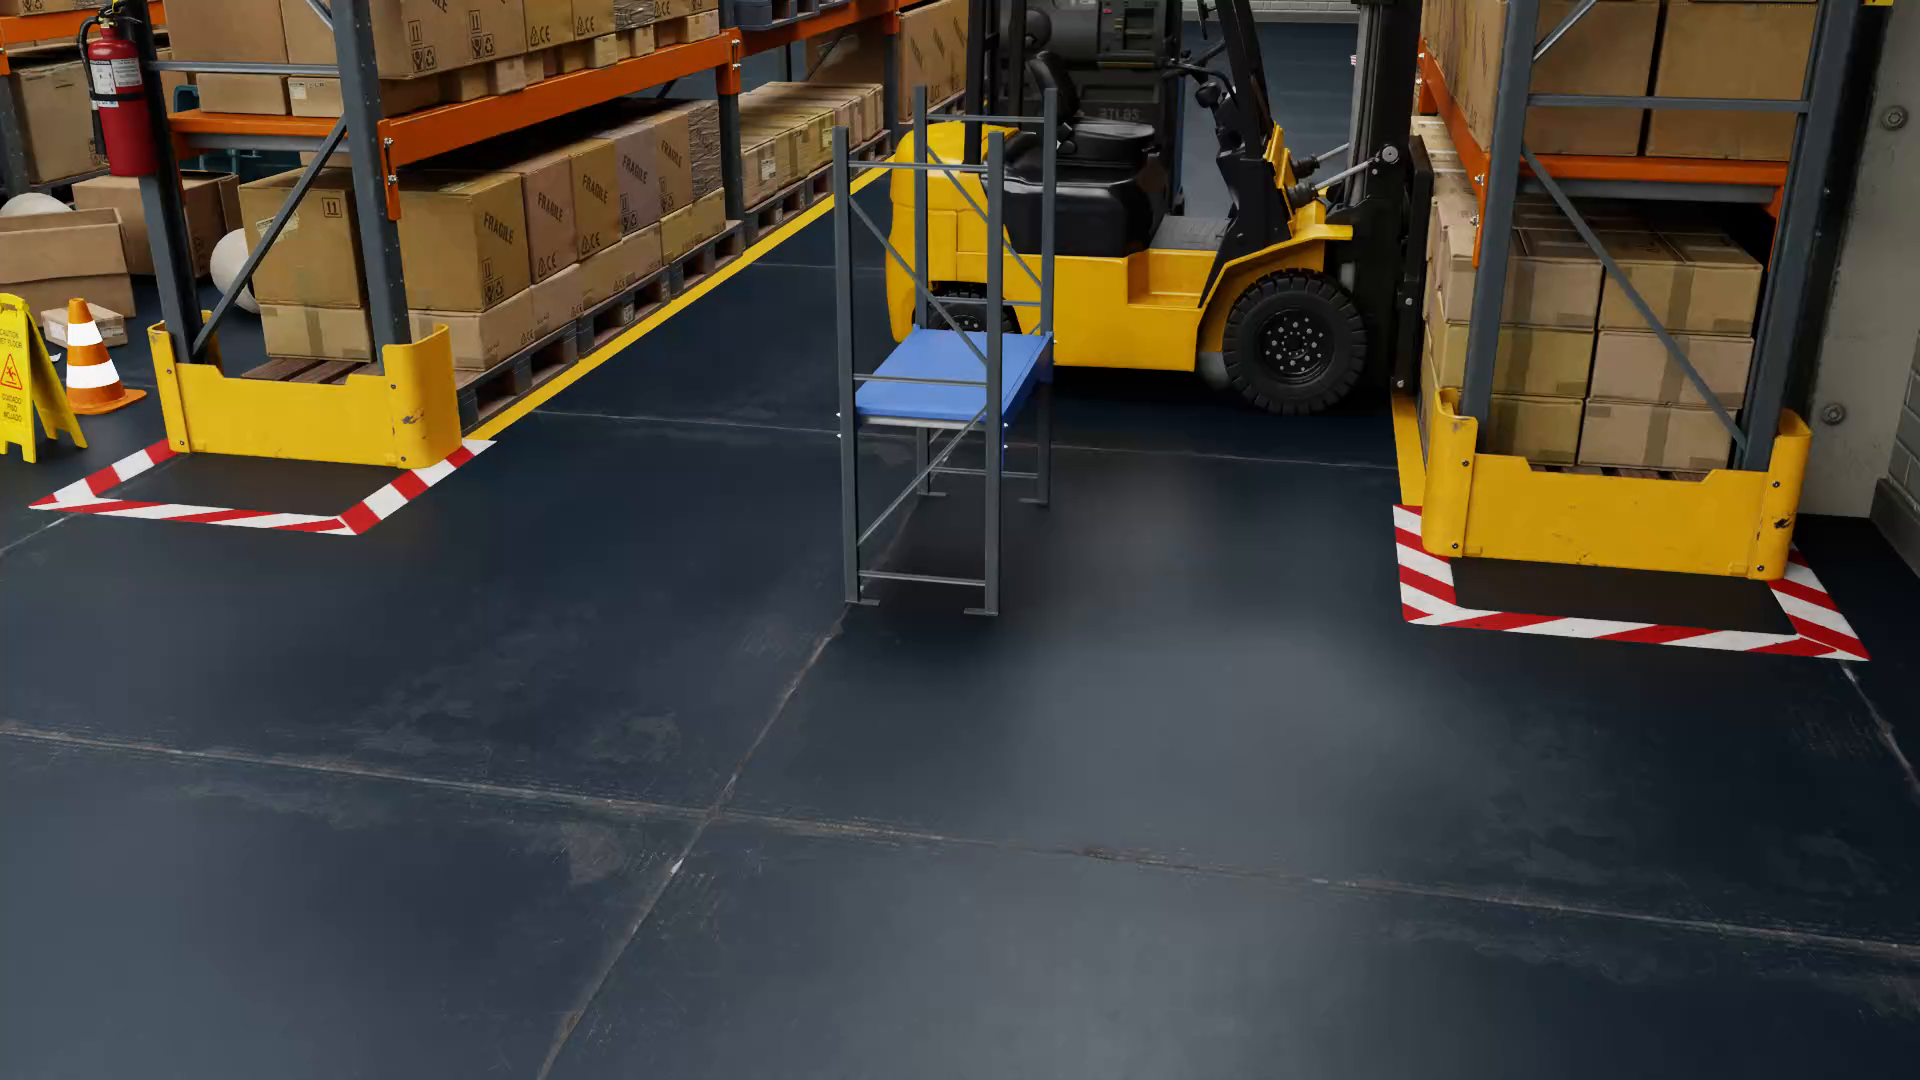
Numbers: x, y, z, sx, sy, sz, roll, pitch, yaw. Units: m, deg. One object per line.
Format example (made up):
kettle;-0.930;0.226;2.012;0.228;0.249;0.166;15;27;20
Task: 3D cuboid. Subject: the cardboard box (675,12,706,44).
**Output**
cardboard box;-1.642;-2.859;9.275;0.380;0.149;0.250;5;22;12

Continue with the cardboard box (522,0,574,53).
cardboard box;-2.074;-2.458;7.410;0.500;0.500;0.500;4;22;10

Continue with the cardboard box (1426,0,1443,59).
cardboard box;2.683;-2.735;8.497;0.500;0.500;0.500;4;22;9

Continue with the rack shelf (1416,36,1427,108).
rack shelf;3.437;-3.229;10.819;1.077;0.370;4.000;4;22;11

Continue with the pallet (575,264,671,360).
pallet;-2.180;-1.219;8.598;1.003;0.211;1.213;4;22;11

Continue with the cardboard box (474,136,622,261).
cardboard box;-1.995;-1.670;8.099;0.500;0.500;0.500;5;22;12

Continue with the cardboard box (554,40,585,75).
cardboard box;-2.010;-2.304;7.895;0.380;0.149;0.250;4;22;9

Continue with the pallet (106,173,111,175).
pallet;-6.367;-2.991;12.997;1.003;0.211;1.213;4;22;11

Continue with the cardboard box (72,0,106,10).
cardboard box;-6.225;-3.952;11.517;0.500;0.500;0.500;5;22;11

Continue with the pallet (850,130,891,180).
pallet;-1.176;-3.092;13.249;1.003;0.211;1.213;4;22;11

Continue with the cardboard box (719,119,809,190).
cardboard box;-1.583;-2.640;11.348;0.950;0.372;0.625;6;23;14

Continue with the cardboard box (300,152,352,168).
cardboard box;-2.730;-1.766;7.470;0.380;0.149;0.250;5;22;12

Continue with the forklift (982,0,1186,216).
forklift;0.648;-2.879;9.079;1.130;2.935;3.031;4;22;10

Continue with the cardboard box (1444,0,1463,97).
cardboard box;2.367;-2.176;7.108;0.500;0.500;0.500;5;22;11

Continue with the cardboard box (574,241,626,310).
cardboard box;-2.001;-1.326;8.248;0.500;0.250;0.500;6;23;15

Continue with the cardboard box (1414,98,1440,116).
cardboard box;3.290;-2.400;10.413;0.875;0.625;0.625;4;22;10

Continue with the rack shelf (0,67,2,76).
rack shelf;-7.106;-2.484;8.968;1.077;0.370;4.000;4;22;11

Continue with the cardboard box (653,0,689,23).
cardboard box;-1.777;-3.023;8.811;0.500;0.500;0.500;5;23;13

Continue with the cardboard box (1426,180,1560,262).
cardboard box;2.193;-1.316;6.887;0.500;0.250;0.500;5;22;12

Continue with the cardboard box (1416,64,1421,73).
cardboard box;3.704;-3.161;12.303;0.875;0.625;0.625;5;23;13

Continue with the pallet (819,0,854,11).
pallet;-1.379;-3.855;11.668;1.003;0.211;1.213;4;22;11

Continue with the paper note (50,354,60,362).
paper note;-4.403;-0.866;7.963;0.148;0.019;0.142;-3;22;-8

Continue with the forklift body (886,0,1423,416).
forklift body;0.814;-1.807;7.462;2.313;2.155;1.214;4;22;11

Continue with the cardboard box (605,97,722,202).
cardboard box;-1.689;-2.239;9.512;0.500;0.500;0.500;4;22;10

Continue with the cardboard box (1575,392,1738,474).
cardboard box;2.504;-0.453;6.081;0.500;0.250;0.500;5;22;11

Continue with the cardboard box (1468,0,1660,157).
cardboard box;2.056;-1.615;5.714;0.500;0.500;0.500;4;22;10

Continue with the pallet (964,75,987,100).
pallet;-0.282;-4.553;16.876;1.003;0.211;1.213;4;22;11

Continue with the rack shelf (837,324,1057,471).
rack shelf;-0.017;-0.498;5.563;0.538;0.185;1.000;4;22;11

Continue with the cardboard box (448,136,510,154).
cardboard box;-2.526;-1.701;8.176;0.500;0.500;0.500;4;22;10

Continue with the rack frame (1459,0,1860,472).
rack frame;2.213;-1.369;5.237;1.000;3.000;0.127;4;22;11

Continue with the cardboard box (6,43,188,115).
cardboard box;-6.458;-3.287;12.448;1.050;0.750;0.750;4;22;11

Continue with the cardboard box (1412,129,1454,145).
cardboard box;2.509;-1.875;8.275;0.500;0.250;0.500;4;22;11

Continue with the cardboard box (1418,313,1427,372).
cardboard box;2.221;-0.847;7.061;0.500;0.250;0.500;5;22;11

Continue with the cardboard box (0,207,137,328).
cardboard box;-4.767;-1.423;8.713;0.797;0.503;0.637;-11;25;-26

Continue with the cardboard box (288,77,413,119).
cardboard box;-2.375;-1.738;6.489;0.380;0.149;0.250;5;22;11

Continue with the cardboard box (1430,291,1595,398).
cardboard box;2.006;-0.722;6.080;0.500;0.250;0.500;4;22;10

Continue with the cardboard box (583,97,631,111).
cardboard box;-2.216;-2.280;9.615;0.500;0.500;0.500;6;23;13

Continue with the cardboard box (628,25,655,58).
cardboard box;-1.802;-2.579;8.579;0.380;0.149;0.250;4;22;10

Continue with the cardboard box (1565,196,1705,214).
cardboard box;2.707;-1.278;6.792;0.500;0.250;0.500;4;22;11

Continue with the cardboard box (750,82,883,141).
cardboard box;-1.140;-3.441;13.339;0.950;0.372;0.625;3;22;7

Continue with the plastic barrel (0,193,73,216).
plastic barrel;-5.427;-1.822;9.811;0.421;0.421;0.512;-16;27;-35

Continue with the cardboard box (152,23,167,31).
cardboard box;-9.687;-6.334;19.848;0.875;0.875;0.875;4;22;11

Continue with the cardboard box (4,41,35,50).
cardboard box;-10.366;-5.212;17.062;1.225;0.875;0.875;5;22;11

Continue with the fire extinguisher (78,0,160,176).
fire extinguisher;-3.122;-1.703;6.170;0.296;0.674;0.183;4;22;11

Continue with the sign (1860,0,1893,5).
sign;2.755;-1.762;4.950;0.100;0.325;0.005;4;22;11

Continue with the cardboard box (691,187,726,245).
cardboard box;-1.689;-1.891;9.652;0.500;0.250;0.500;5;23;13

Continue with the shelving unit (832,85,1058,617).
shelving unit;-0.017;-0.665;5.496;0.538;1.500;1.048;4;22;11

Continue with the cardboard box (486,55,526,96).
cardboard box;-2.107;-2.011;7.168;0.380;0.149;0.250;5;22;12

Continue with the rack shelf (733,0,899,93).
rack shelf;-1.423;-3.606;11.756;1.077;0.370;4.000;4;22;11

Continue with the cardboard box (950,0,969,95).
cardboard box;-0.424;-4.780;15.988;0.875;0.875;0.875;5;22;12
